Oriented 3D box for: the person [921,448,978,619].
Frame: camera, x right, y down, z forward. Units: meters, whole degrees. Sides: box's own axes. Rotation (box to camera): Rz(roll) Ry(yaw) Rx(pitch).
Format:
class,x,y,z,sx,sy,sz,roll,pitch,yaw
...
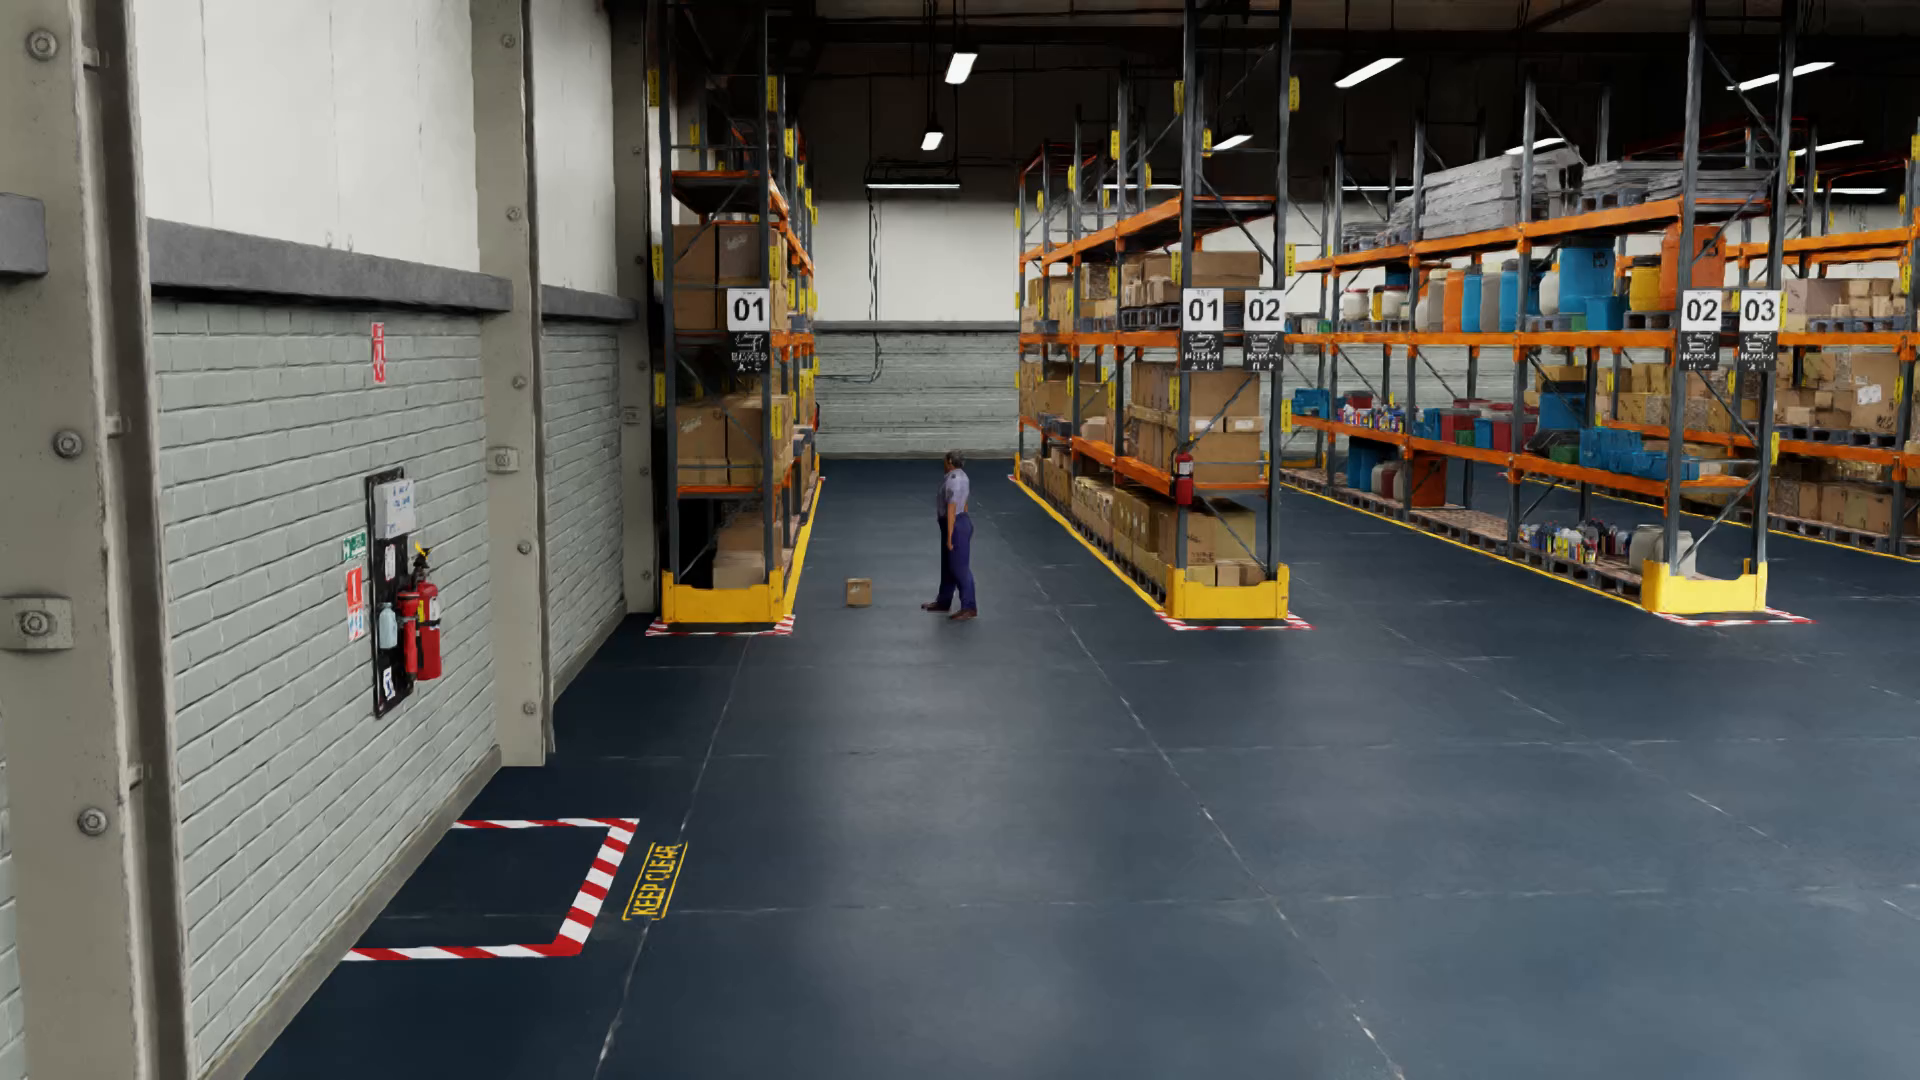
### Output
class,x,y,z,sx,sy,sz,roll,pitch,yaw
person,-0.106,-0.077,16.364,0.606,1.625,0.664,1,7,8
